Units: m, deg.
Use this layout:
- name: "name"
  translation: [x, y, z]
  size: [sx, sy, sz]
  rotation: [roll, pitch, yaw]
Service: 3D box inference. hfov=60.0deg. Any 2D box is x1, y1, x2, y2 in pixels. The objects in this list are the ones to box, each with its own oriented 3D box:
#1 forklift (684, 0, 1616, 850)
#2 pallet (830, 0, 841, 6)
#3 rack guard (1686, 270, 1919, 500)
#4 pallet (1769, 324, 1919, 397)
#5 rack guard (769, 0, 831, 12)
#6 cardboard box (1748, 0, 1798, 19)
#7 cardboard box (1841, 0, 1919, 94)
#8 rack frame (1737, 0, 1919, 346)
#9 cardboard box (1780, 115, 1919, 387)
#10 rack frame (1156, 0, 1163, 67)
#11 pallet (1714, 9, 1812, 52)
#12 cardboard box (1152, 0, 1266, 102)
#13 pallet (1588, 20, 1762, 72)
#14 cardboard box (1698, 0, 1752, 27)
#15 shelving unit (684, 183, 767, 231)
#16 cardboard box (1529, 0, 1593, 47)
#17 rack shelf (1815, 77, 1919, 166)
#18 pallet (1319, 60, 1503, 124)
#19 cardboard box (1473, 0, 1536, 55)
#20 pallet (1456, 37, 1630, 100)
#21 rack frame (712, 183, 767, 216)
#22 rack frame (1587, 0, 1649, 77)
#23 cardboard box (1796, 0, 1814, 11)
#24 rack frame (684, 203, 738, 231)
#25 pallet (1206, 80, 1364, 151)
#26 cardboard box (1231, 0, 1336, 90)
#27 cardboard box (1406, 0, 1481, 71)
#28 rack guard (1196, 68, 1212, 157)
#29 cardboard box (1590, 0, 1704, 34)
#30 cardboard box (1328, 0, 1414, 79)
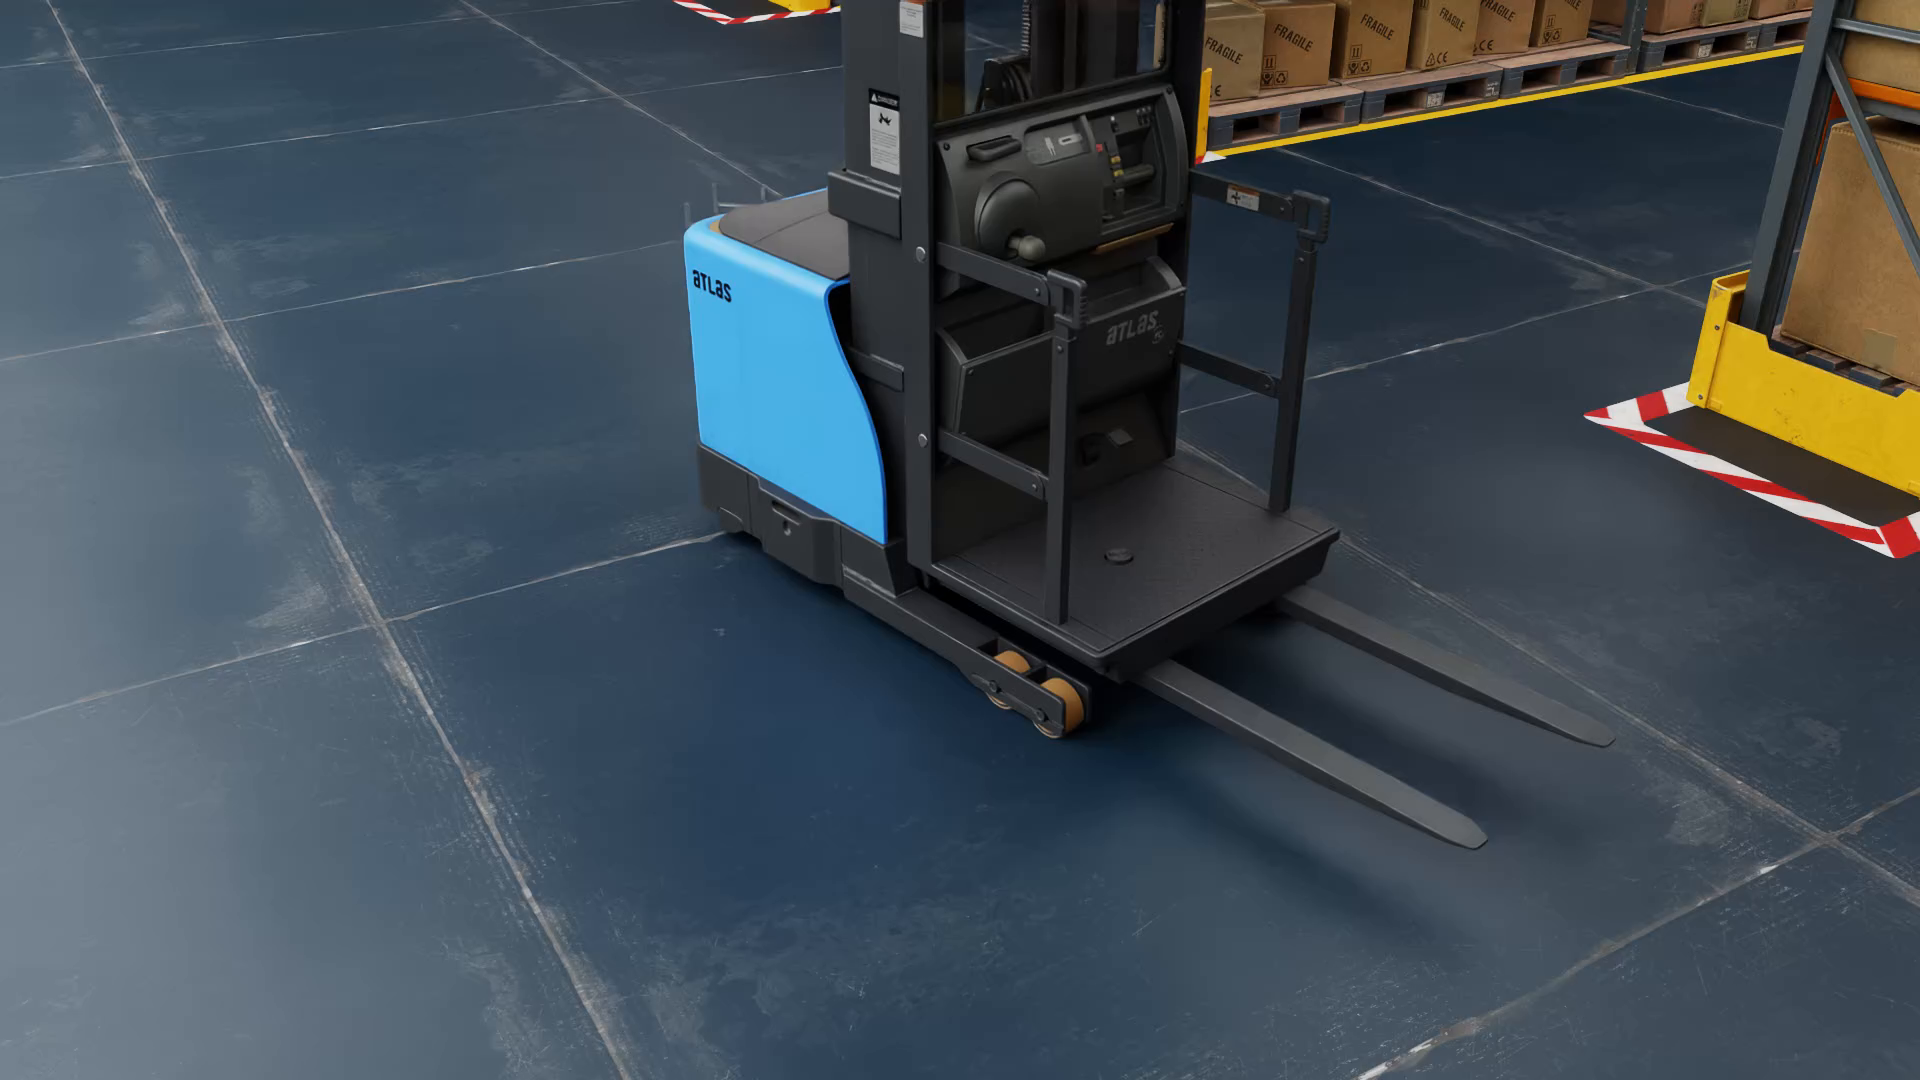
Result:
- name: "forklift"
  translation: [0.451, -1.001, 4.530]
  size: [1.130, 2.935, 3.031]
  rotation: [-24, 37, -36]
- name: "pallet"
  translation: [-0.783, -4.868, 14.353]
  size: [1.213, 0.211, 1.003]
  rotation: [-16, 33, -26]
- name: "rack guard"
  translation: [3.387, -0.600, 6.320]
  size: [0.348, 0.500, 1.175]
  rotation: [-16, 33, -26]
- name: "pallet"
  translation: [4.057, -0.708, 6.814]
  size: [1.213, 0.211, 1.003]
  rotation: [-16, 33, -26]
- name: "rack guard"
  translation: [-1.486, -4.798, 13.927]
  size: [0.348, 0.500, 1.175]
  rotation: [-16, 33, -26]
- name: "cardboard box"
  translation: [5.873, -4.256, 12.489]
  size: [0.500, 0.500, 0.700]
  rotation: [-19, 34, -30]
- name: "cardboard box"
  translation: [3.704, -1.876, 5.889]
  size: [0.550, 0.550, 0.875]
  rotation: [-16, 33, -26]
- name: "rack frame"
  translation: [3.407, -1.700, 5.726]
  size: [0.127, 3.000, 1.000]
  rotation: [-16, 33, -26]
- name: "cardboard box"
  translation: [3.958, -1.147, 6.489]
  size: [0.875, 0.875, 0.875]
  rotation: [-16, 33, -26]
- name: "rack frame"
  translation: [0.982, -3.791, 9.515]
  size: [0.127, 3.000, 1.000]
  rotation: [-16, 33, -26]
- name: "pallet"
  translation: [6.154, -4.041, 12.854]
  size: [1.213, 0.211, 1.003]
  rotation: [-16, 33, -26]
- name: "cardboard box"
  translation: [1.528, -3.027, 10.282]
  size: [0.500, 0.500, 0.500]
  rotation: [-10, 30, -17]
- name: "pallet"
  translation: [5.101, -3.741, 12.310]
  size: [1.213, 0.211, 1.003]
  rotation: [-16, 33, -26]
- name: "cardboard box"
  translation: [5.391, -4.119, 12.241]
  size: [0.500, 0.500, 0.700]
  rotation: [-16, 33, -27]
- name: "shelving unit"
  translation: [-0.809, -0.726, 5.976]
  size: [0.215, 1.050, 0.252]
  rotation: [8, 29, 13]
- name: "cardboard box"
  translation: [4.065, -3.779, 11.645]
  size: [0.500, 0.500, 0.500]
  rotation: [-17, 33, -28]
- name: "rack shelf"
  translation: [5.132, -1.875, 6.787]
  size: [4.000, 0.370, 1.077]
  rotation: [-16, 33, -26]
- name: "pallet"
  translation: [2.816, -3.070, 11.094]
  size: [1.213, 0.211, 1.003]
  rotation: [-16, 33, -26]
- name: "cardboard box"
  translation: [3.575, -3.635, 11.385]
  size: [0.500, 0.500, 0.500]
  rotation: [-6, 29, -11]
- name: "pallet"
  translation: [3.869, -3.370, 11.639]
  size: [1.213, 0.211, 1.003]
  rotation: [-16, 33, -26]
- name: "rack frame"
  translation: [-0.777, -0.782, 6.079]
  size: [0.200, 1.050, 0.008]
  rotation: [8, 29, 13]
- name: "rack frame"
  translation: [4.430, -4.770, 11.289]
  size: [0.127, 3.000, 1.000]
  rotation: [-16, 33, -26]
- name: "cardboard box"
  translation: [6.354, -4.393, 12.737]
  size: [0.500, 0.500, 0.700]
  rotation: [-13, 31, -22]
- name: "rack frame"
  translation: [-0.841, -0.670, 5.872]
  size: [0.200, 1.050, 0.008]
  rotation: [8, 29, 13]
- name: "pallet"
  translation: [1.765, -2.773, 10.556]
  size: [1.213, 0.211, 1.003]
  rotation: [-16, 33, -26]
- name: "cardboard box"
  translation: [2.026, -3.187, 10.573]
  size: [0.500, 0.500, 0.500]
  rotation: [-8, 30, -13]
- name: "cardboard box"
  translation: [3.080, -3.450, 11.050]
  size: [0.500, 0.500, 0.500]
  rotation: [-19, 34, -31]
- name: "rack guard"
  translation: [1.047, -2.715, 10.153]
  size: [0.348, 0.500, 1.175]
  rotation: [-16, 33, -26]
- name: "cardboard box"
  translation: [4.971, -4.010, 12.043]
  size: [0.500, 0.500, 0.700]
  rotation: [-19, 34, -30]
- name: "cardboard box"
  translation: [2.576, -3.332, 10.836]
  size: [0.500, 0.500, 0.500]
  rotation: [-13, 31, -22]
